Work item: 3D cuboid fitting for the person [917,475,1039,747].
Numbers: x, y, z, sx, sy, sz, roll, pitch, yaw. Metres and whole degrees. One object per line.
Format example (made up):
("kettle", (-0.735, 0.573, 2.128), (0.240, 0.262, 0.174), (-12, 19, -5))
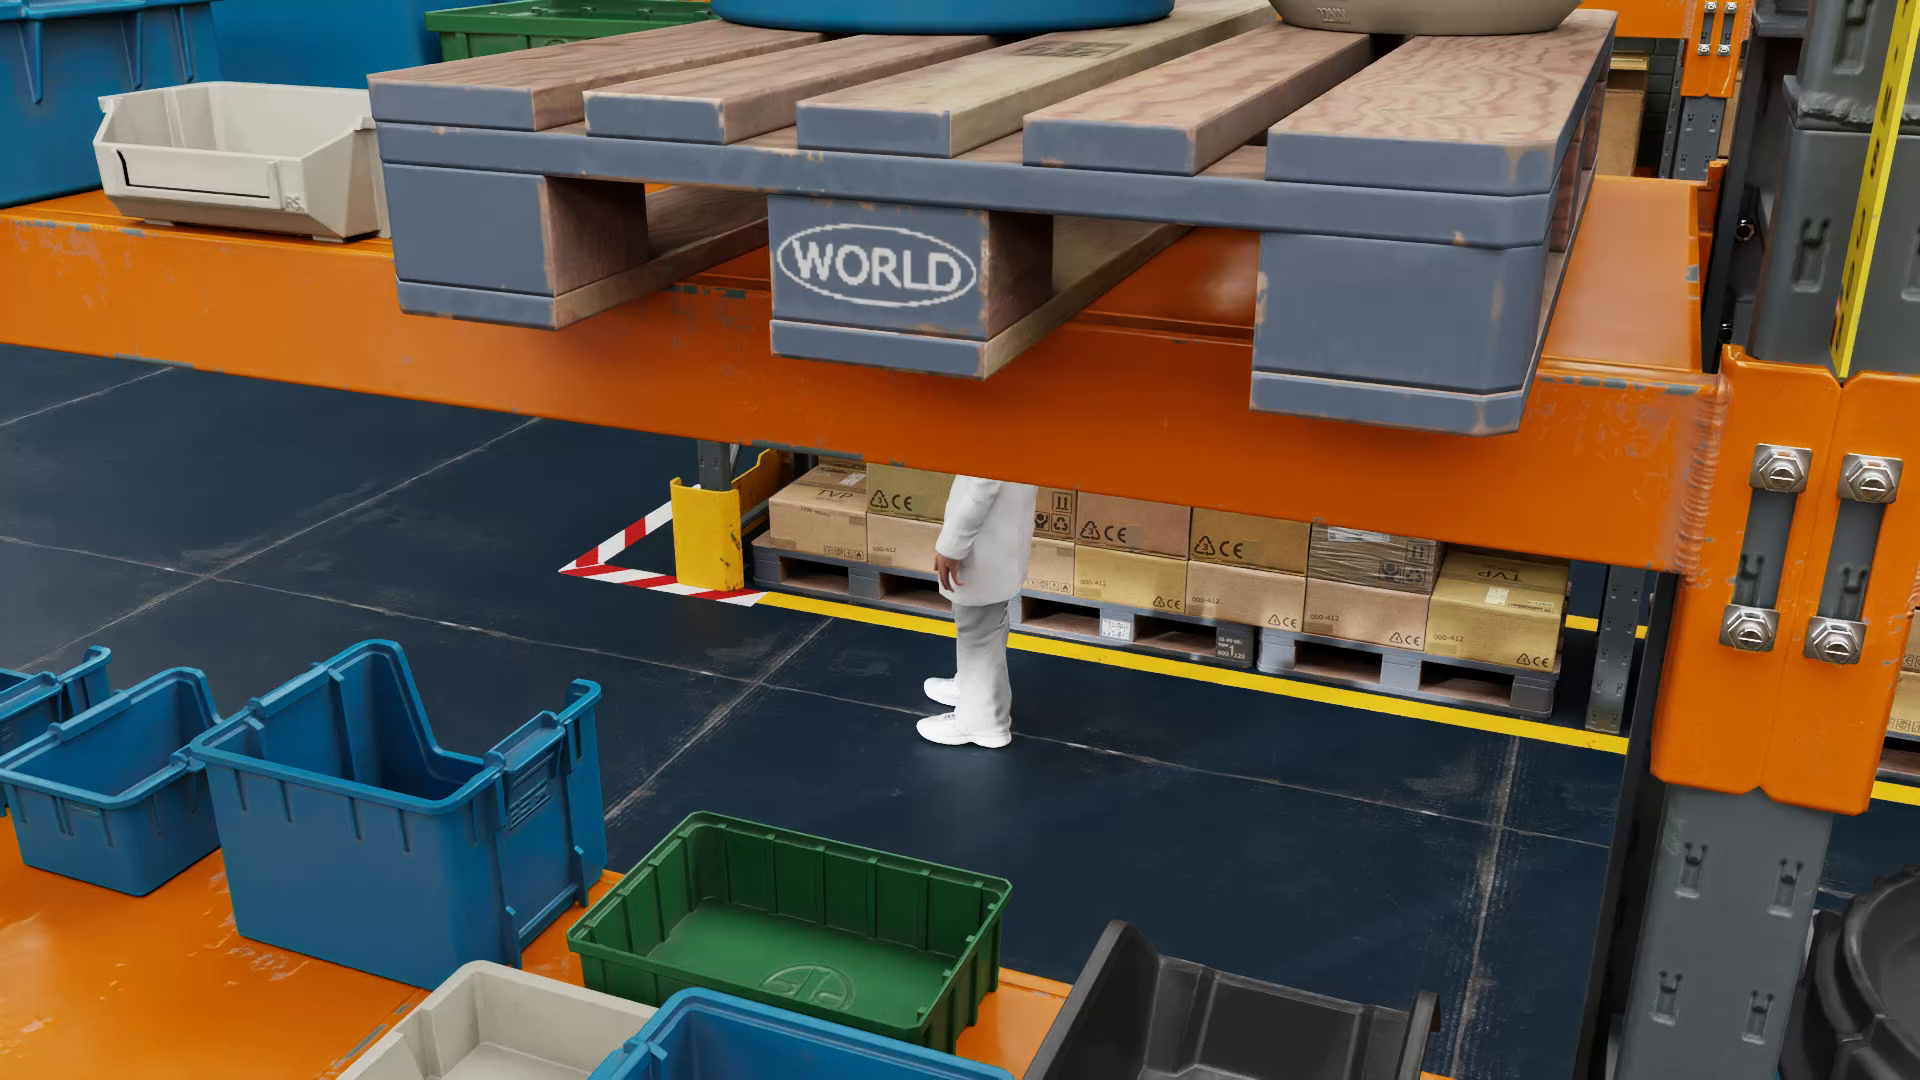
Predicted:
("person", (0.020, -0.048, 6.222), (0.582, 1.763, 0.695), (9, 24, 20))
